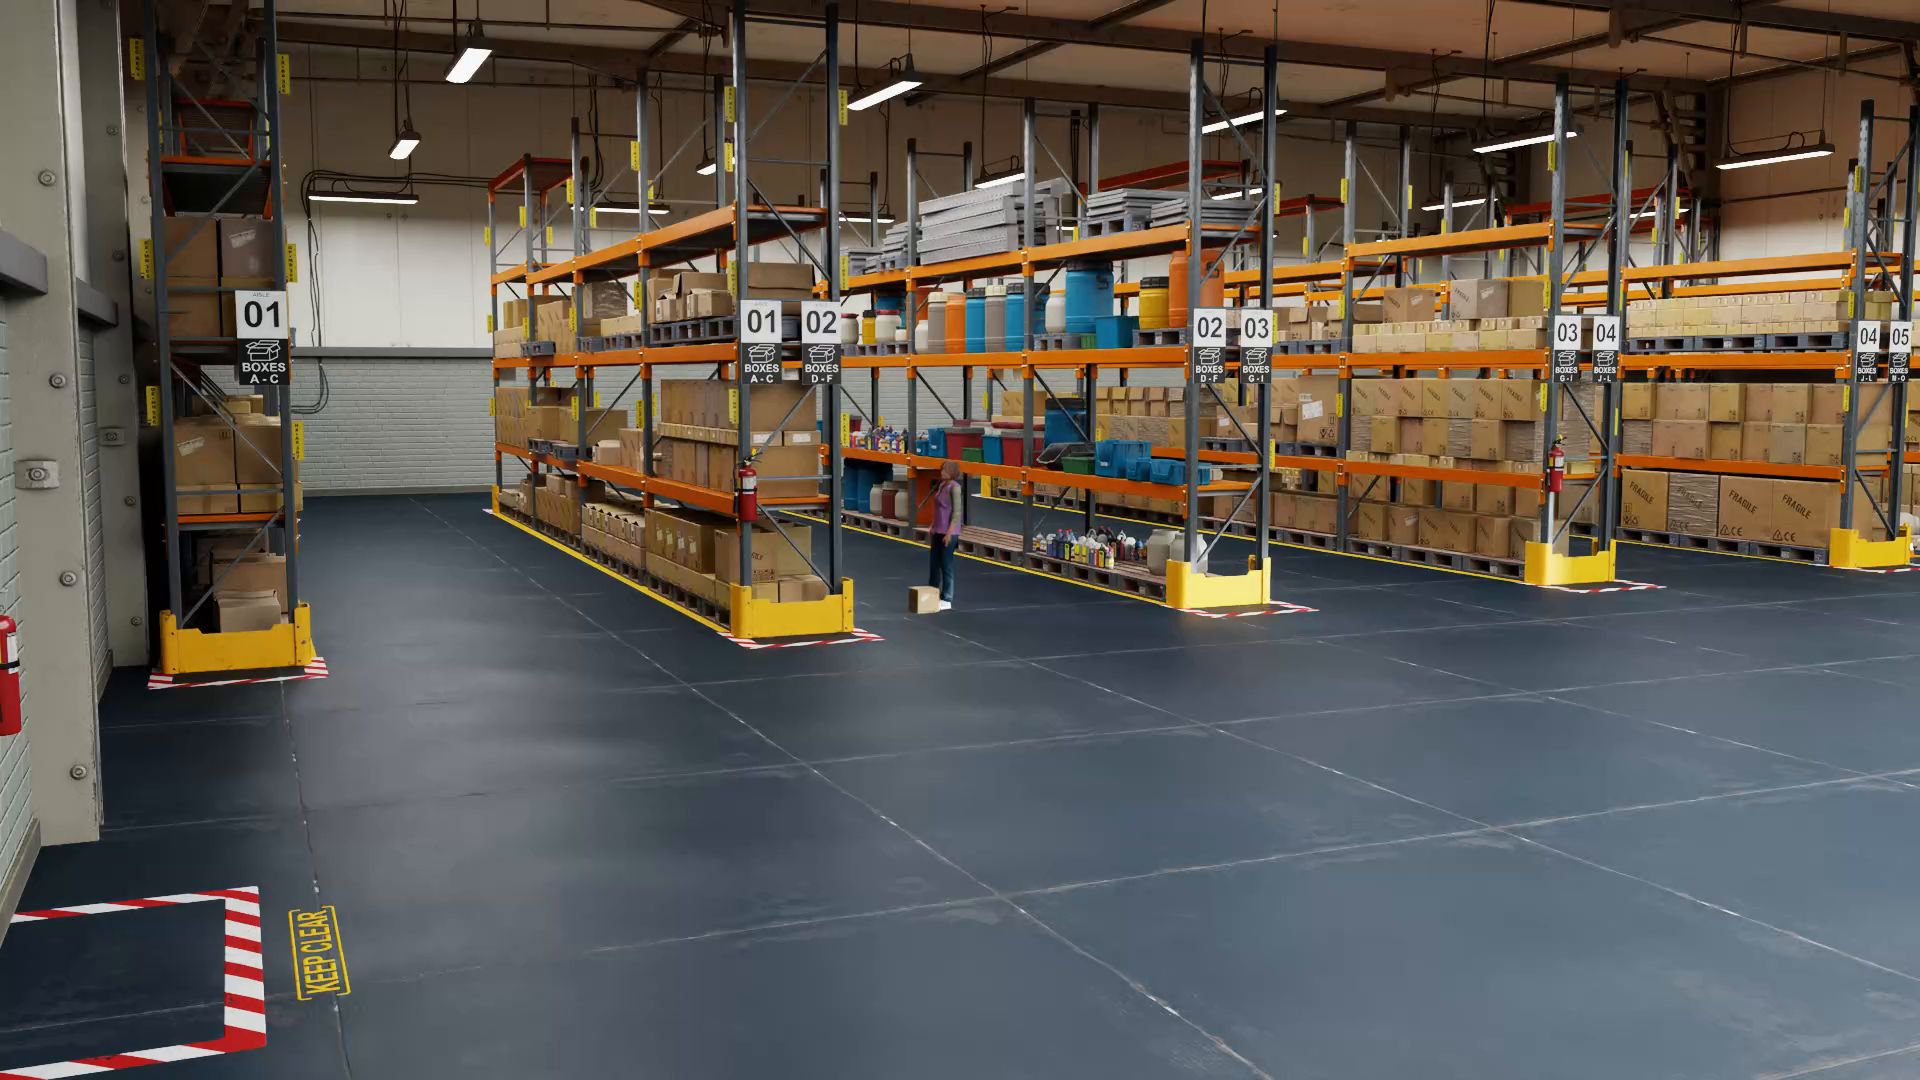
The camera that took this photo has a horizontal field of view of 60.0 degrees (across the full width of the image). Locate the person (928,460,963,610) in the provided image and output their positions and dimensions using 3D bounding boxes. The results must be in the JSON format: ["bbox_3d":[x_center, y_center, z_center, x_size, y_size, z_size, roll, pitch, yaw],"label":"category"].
[{"bbox_3d":[-0.228,-0.055,17.684,0.474,1.597,0.518,-2,6,-24],"label":"person"}]
